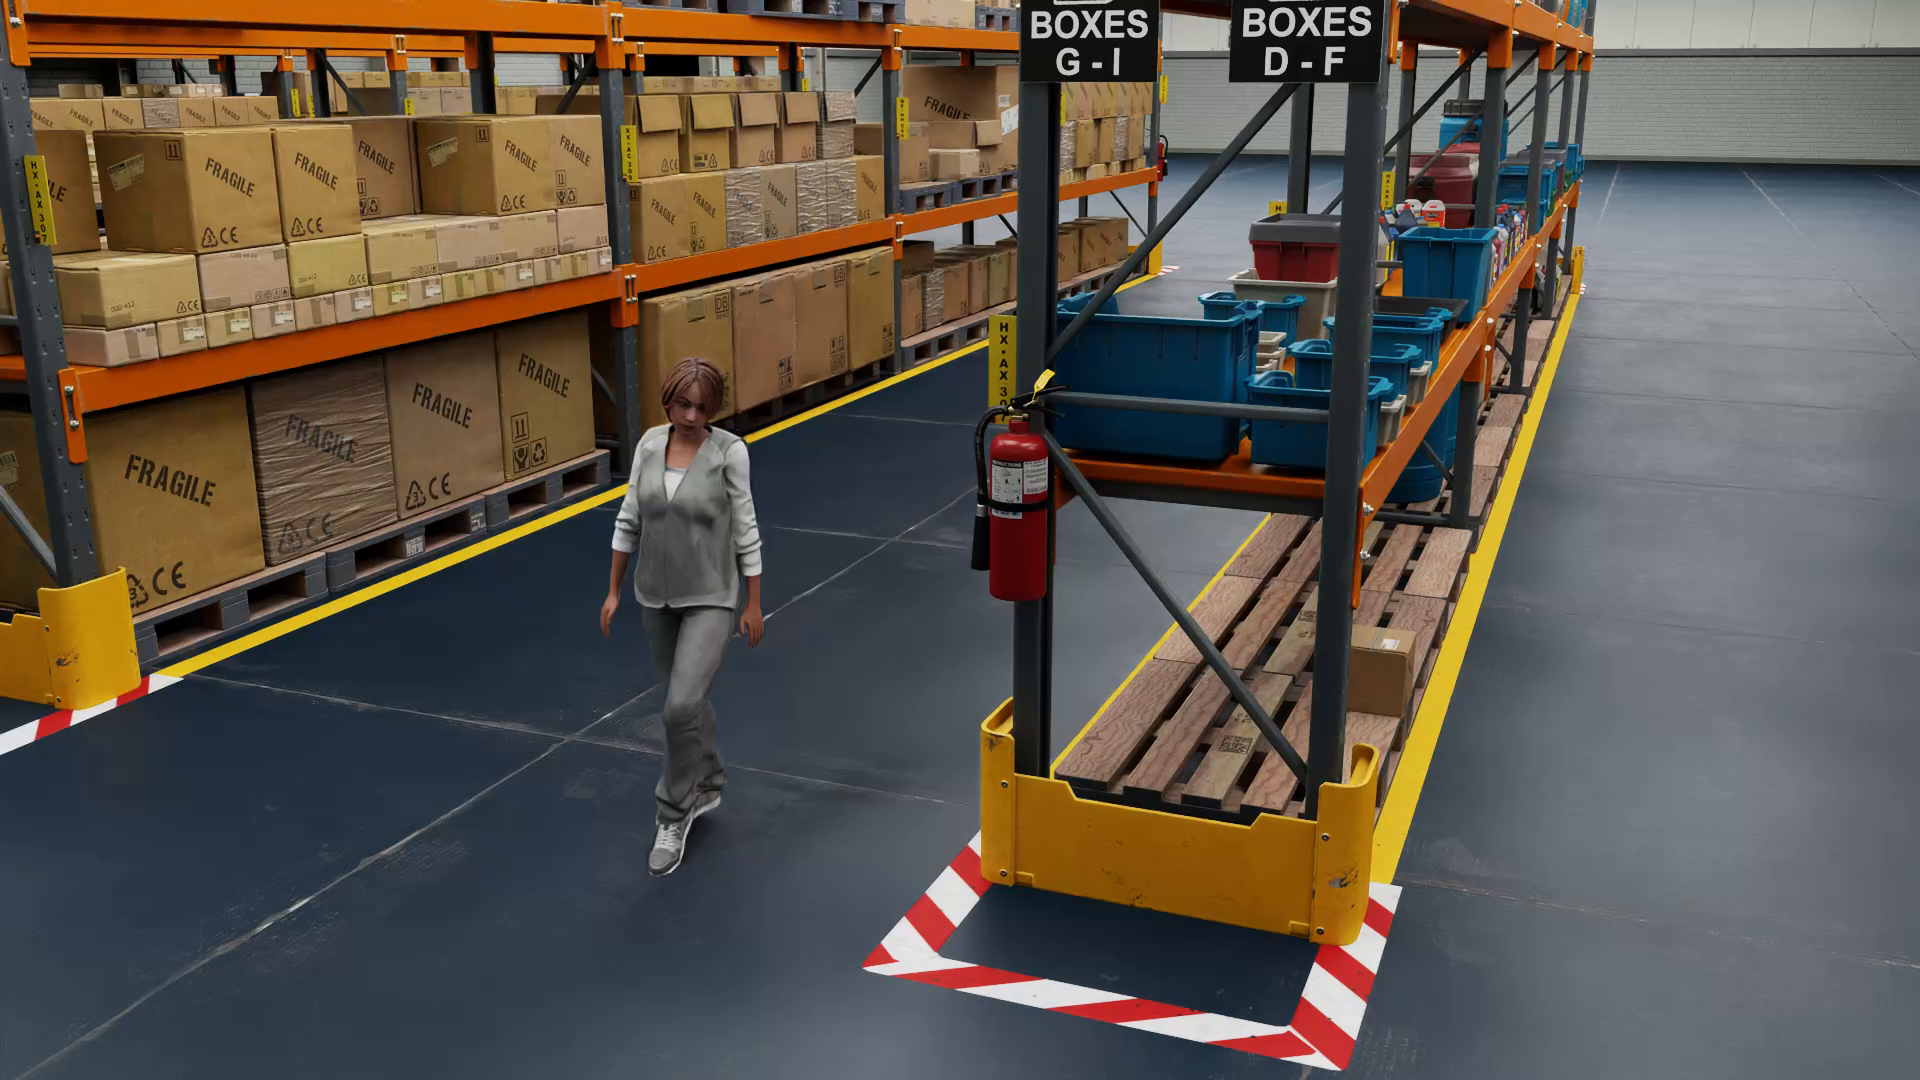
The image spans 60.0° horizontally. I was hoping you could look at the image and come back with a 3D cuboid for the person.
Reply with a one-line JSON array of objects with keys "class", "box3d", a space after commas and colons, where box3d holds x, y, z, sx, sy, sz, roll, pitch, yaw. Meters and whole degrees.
[{"class": "person", "box3d": [-0.882, 0.230, 5.246, 0.482, 1.615, 0.507, 7, 17, 25]}]
